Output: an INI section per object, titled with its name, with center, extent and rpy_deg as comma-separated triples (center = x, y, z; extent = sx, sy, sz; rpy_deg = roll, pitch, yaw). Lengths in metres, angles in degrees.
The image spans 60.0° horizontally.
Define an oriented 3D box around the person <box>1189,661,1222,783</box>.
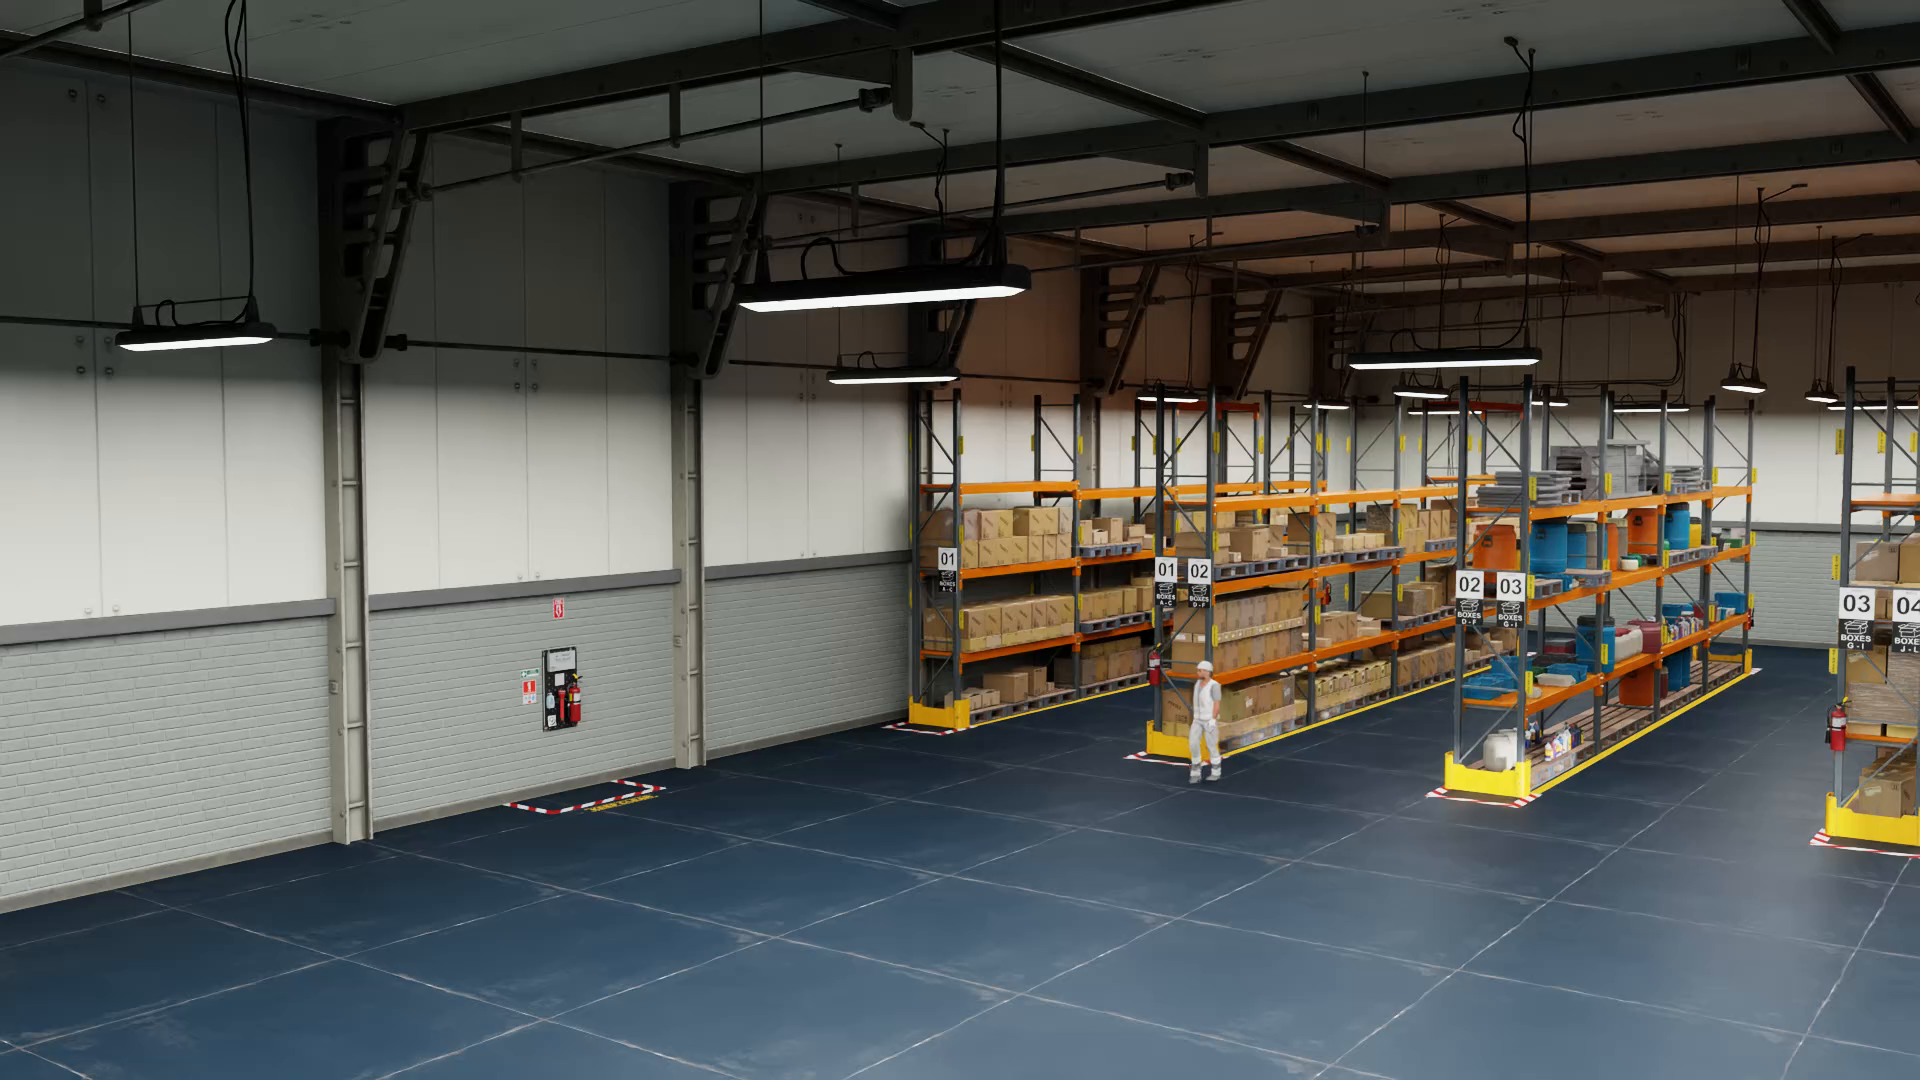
[person]
center = 3.631, 2.740, 24.682
extent = 0.539, 1.877, 0.617
rpy_deg = -3, 4, -38
